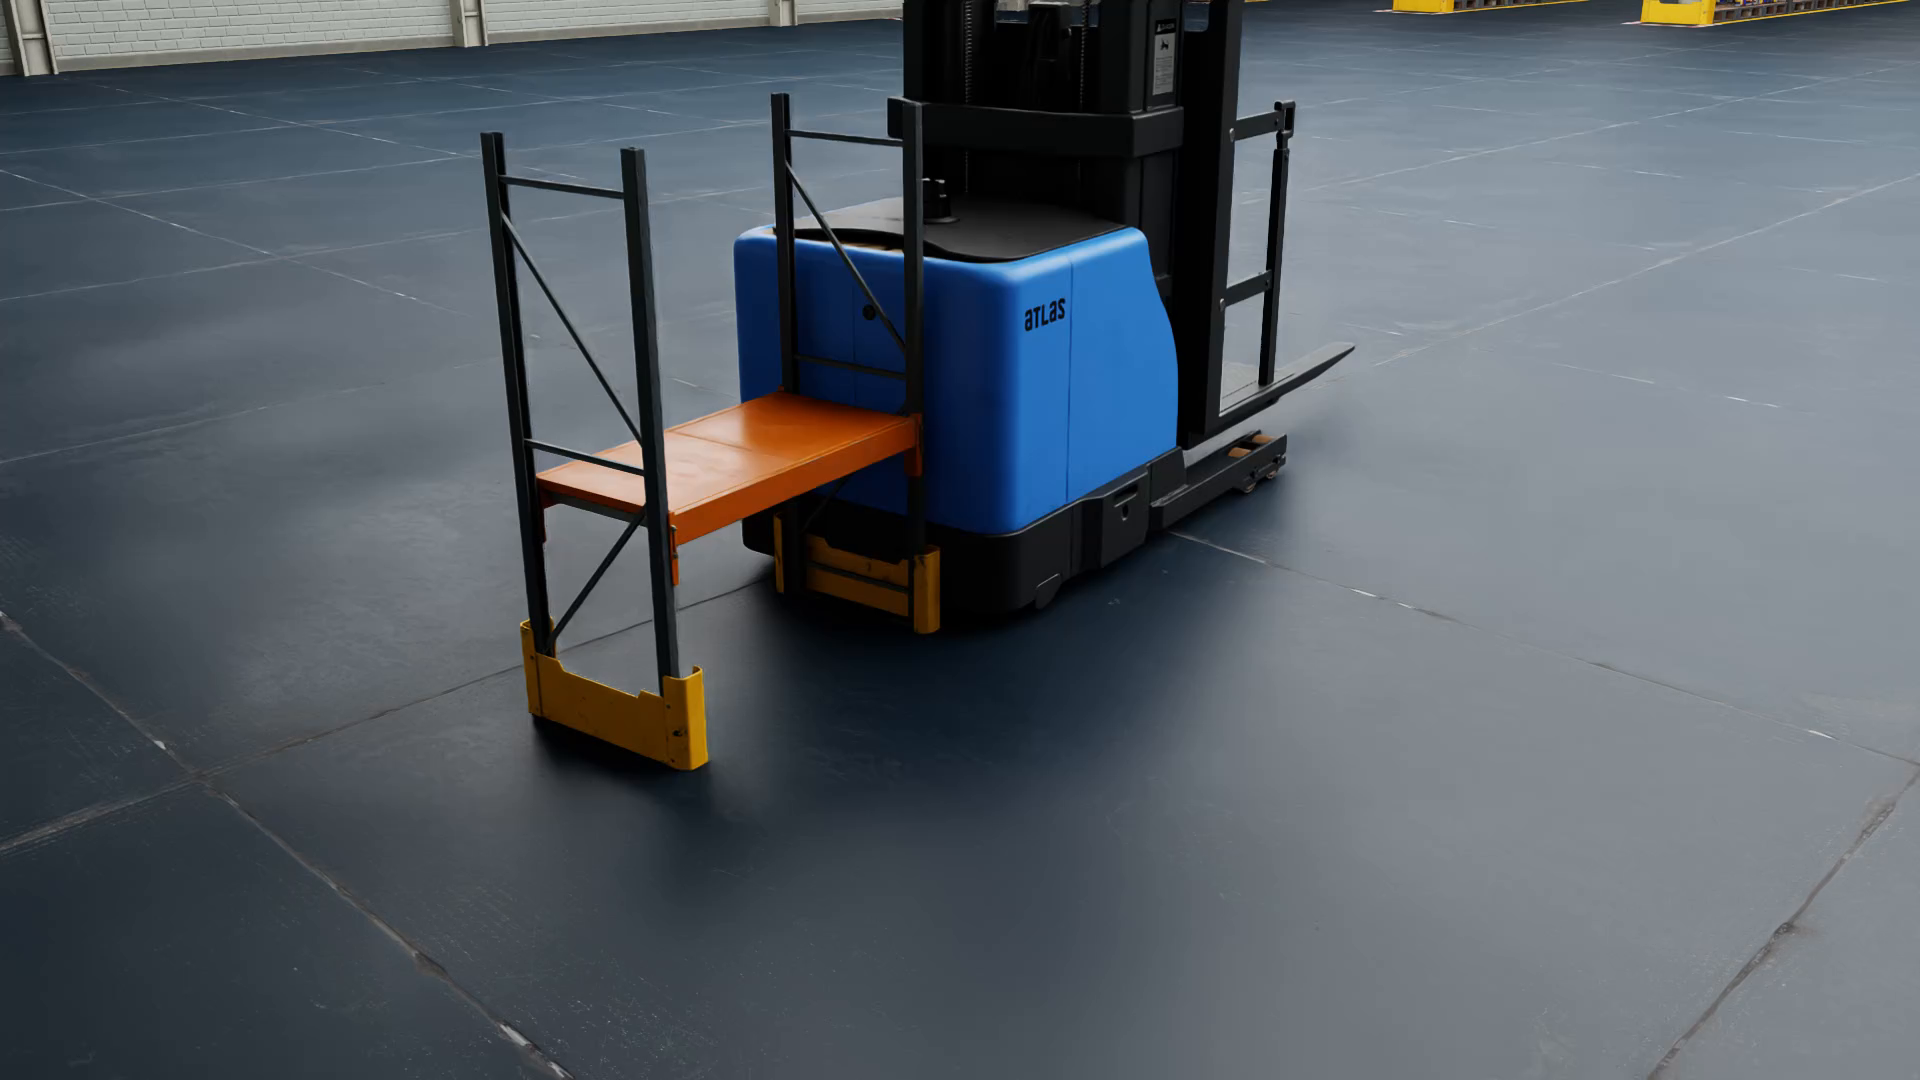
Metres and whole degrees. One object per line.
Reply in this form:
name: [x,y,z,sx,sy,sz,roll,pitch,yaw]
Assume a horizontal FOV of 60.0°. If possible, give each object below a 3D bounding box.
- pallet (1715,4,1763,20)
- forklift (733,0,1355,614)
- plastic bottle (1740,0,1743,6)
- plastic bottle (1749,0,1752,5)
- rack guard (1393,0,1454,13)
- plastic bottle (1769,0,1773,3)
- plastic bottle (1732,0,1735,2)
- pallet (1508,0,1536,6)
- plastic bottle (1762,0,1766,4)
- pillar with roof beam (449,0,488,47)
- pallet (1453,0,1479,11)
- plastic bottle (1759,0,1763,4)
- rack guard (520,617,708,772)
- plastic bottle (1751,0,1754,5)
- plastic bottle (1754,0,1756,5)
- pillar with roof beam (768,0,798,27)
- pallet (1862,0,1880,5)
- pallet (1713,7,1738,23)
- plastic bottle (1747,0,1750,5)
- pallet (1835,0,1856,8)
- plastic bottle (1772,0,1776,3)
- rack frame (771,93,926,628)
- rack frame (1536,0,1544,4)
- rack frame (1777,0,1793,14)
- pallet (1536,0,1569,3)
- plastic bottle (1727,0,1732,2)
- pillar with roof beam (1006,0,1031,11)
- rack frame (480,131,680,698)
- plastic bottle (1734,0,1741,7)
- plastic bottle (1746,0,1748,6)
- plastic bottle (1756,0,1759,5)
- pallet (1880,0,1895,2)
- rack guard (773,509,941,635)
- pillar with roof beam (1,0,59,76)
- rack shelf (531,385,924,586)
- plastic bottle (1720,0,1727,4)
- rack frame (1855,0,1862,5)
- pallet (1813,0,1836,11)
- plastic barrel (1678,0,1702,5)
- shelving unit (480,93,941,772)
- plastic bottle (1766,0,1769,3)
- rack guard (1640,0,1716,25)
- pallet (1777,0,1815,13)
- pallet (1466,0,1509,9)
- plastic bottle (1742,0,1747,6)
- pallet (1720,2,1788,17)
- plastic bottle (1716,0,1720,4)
pallet: [14.002,-9.705,30.530,1.003,0.211,1.213,19,28,41]
forklift: [0.557,-1.625,5.716,1.130,2.935,3.031,14,25,32]
plastic bottle: [14.122,-9.770,30.099,0.097,0.201,0.097,0,21,0]
plastic bottle: [14.428,-9.882,30.392,0.097,0.201,0.097,0,21,0]
rack guard: [8.998,-10.523,32.257,1.175,0.500,0.348,19,28,41]
plastic bottle: [15.109,-10.215,31.050,0.144,0.351,0.185,18,28,39]
plastic bottle: [14.595,-10.313,31.305,0.144,0.351,0.185,19,28,41]
pallet: [11.221,-11.229,34.495,1.003,0.211,1.213,19,28,41]
plastic bottle: [14.892,-10.082,30.797,0.133,0.283,0.061,-18,27,-39]
pillar with roof beam: [-4.141,-10.428,20.161,9.100,9.000,0.400,19,28,41]
pallet: [9.519,-10.602,32.864,1.003,0.211,1.213,19,28,41]
plastic bottle: [14.750,-10.083,30.705,0.144,0.351,0.185,19,28,40]
rack guard: [-0.884,0.384,4.228,0.587,0.250,0.087,14,25,32]
plastic bottle: [14.500,-9.942,30.448,0.097,0.271,0.097,0,21,0]
plastic bottle: [14.571,-9.935,30.529,0.097,0.201,0.097,0,21,0]
pillar with roof beam: [0.045,-11.970,24.174,9.100,9.000,0.400,19,28,41]
pallet: [18.663,-11.424,35.002,1.003,0.211,1.213,19,28,41]
pallet: [13.151,-9.393,29.718,1.003,0.211,1.213,19,28,41]
plastic bottle: [14.359,-9.889,30.313,0.097,0.271,0.097,0,21,0]
pallet: [17.574,-11.021,33.954,1.003,0.211,1.213,19,28,41]
plastic bottle: [15.253,-10.215,31.144,0.133,0.283,0.061,-18,28,-39]
rack frame: [-0.313,-0.493,4.766,0.500,1.500,0.032,14,25,32]
rack frame: [11.806,-12.725,34.500,1.000,3.000,0.127,19,28,41]
rack frame: [15.352,-11.484,31.272,1.000,3.000,0.127,19,28,41]
pallet: [12.292,-11.622,35.518,1.003,0.211,1.213,19,28,41]
plastic bottle: [14.477,-10.245,31.237,0.097,0.271,0.097,0,21,0]
pillar with roof beam: [4.231,-13.512,28.187,9.100,9.000,0.400,19,28,41]
rack frame: [-0.896,-0.194,3.989,0.500,1.500,0.032,14,25,32]
plastic bottle: [14.050,-9.776,30.017,0.097,0.271,0.097,0,21,0]
plastic bottle: [14.289,-9.864,30.246,0.097,0.271,0.097,0,21,0]
plastic bottle: [14.634,-10.007,30.613,0.135,0.276,0.152,-20,28,-41]
pallet: [19.514,-11.736,35.814,1.003,0.211,1.213,19,28,41]
rack guard: [-0.313,0.091,4.989,0.587,0.250,0.087,14,25,32]
pillar with roof beam: [-8.326,-8.885,16.149,9.100,9.000,0.400,19,28,41]
rack shelf: [-0.604,-0.175,4.442,0.538,0.185,1.000,14,25,32]
plastic bottle: [14.187,-10.126,30.922,0.152,0.276,0.135,19,28,41]
rack frame: [18.142,-12.512,33.947,1.000,3.000,0.127,19,28,41]
pallet: [16.723,-10.709,33.142,1.003,0.211,1.213,19,28,41]
plastic barrel: [12.966,-9.679,29.458,0.421,0.512,0.421,0,21,0]
shelving unit: [-0.599,-0.346,4.384,0.587,1.500,1.083,14,25,32]
plastic bottle: [14.975,-10.166,30.921,0.144,0.351,0.185,18,27,38]
rack guard: [12.581,-9.320,29.127,1.175,0.500,0.348,19,28,41]
pallet: [15.872,-10.394,32.323,1.003,0.211,1.213,19,28,41]
pallet: [10.370,-10.914,33.676,1.003,0.211,1.213,19,28,41]
plastic bottle: [14.221,-9.835,30.154,0.133,0.283,0.061,-20,28,-41]
pallet: [14.854,-10.020,31.350,1.003,0.211,1.213,19,28,41]
plastic bottle: [14.051,-10.055,30.841,0.097,0.201,0.097,0,21,0]
